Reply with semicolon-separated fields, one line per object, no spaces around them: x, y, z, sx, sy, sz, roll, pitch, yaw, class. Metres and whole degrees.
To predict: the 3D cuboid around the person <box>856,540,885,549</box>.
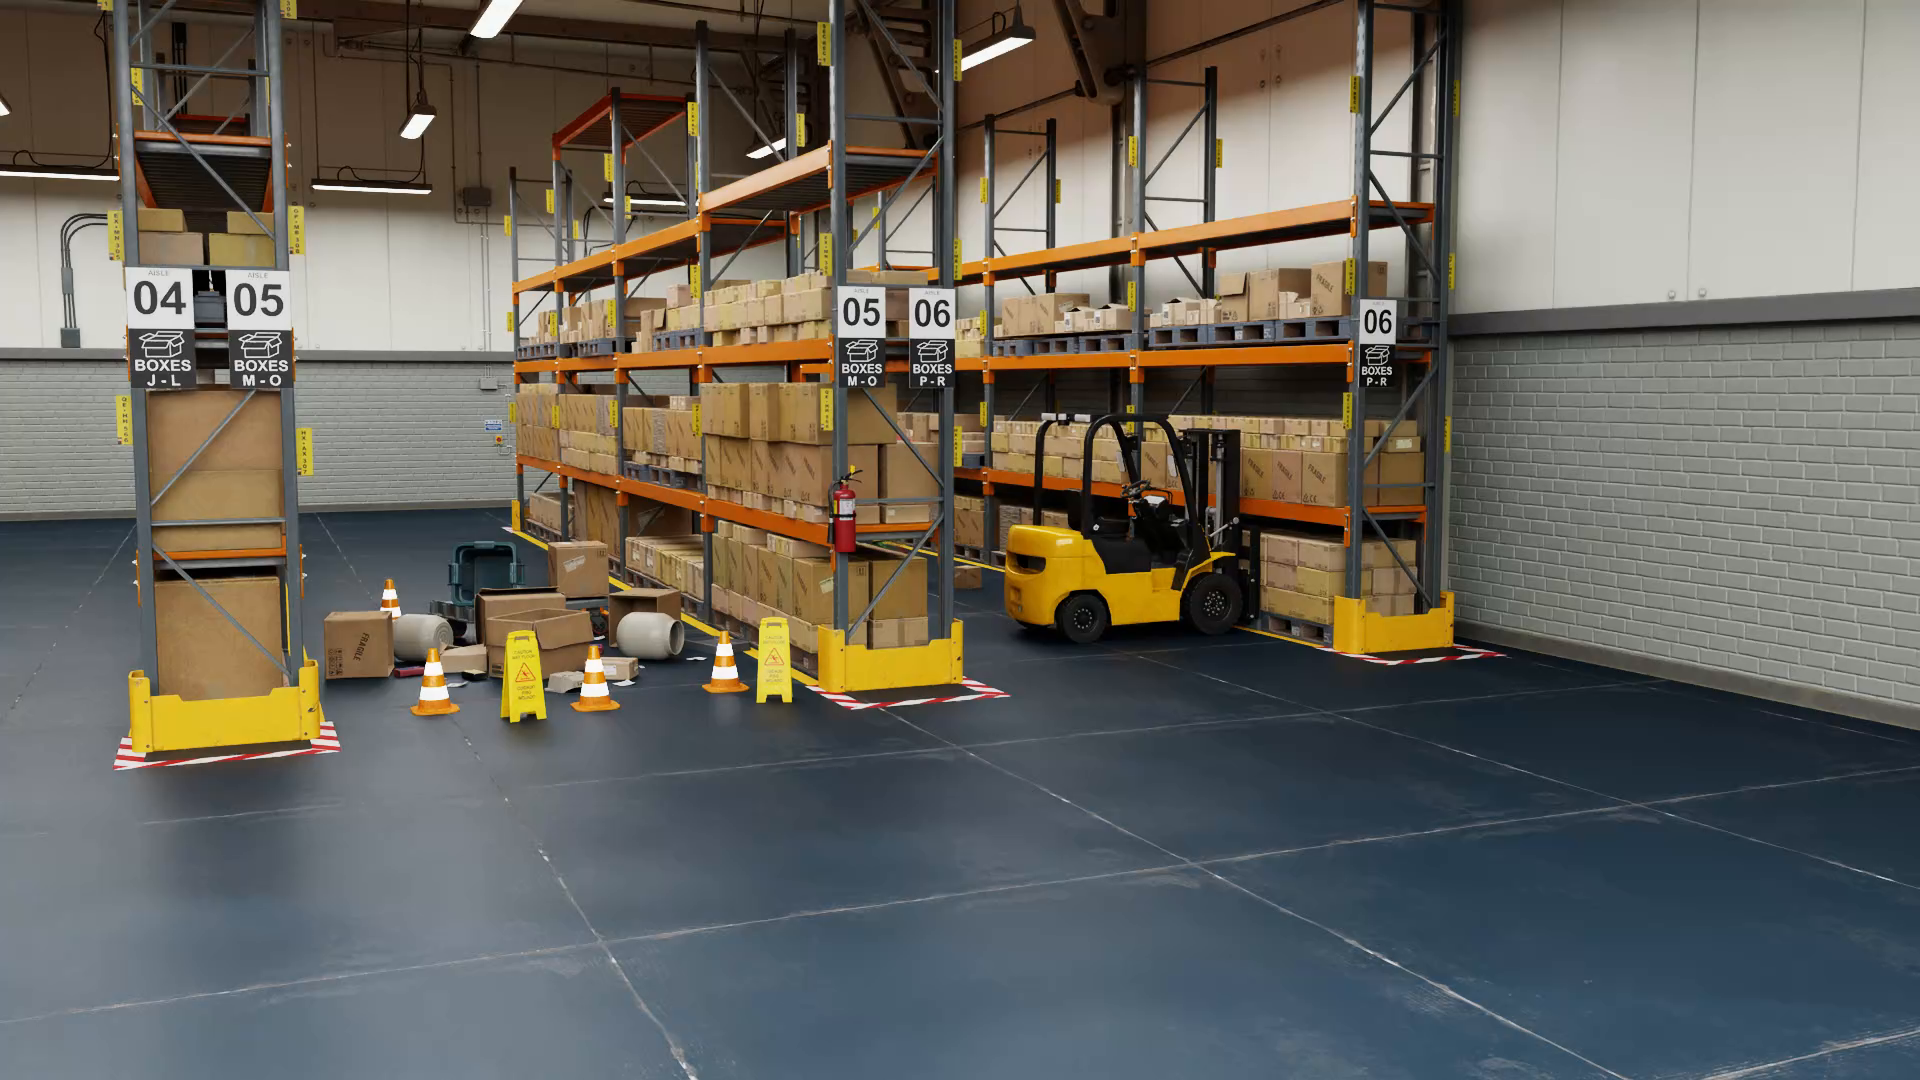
-1.180;-0.471;21.394;0.556;1.775;0.575;-3;6;-28;person
